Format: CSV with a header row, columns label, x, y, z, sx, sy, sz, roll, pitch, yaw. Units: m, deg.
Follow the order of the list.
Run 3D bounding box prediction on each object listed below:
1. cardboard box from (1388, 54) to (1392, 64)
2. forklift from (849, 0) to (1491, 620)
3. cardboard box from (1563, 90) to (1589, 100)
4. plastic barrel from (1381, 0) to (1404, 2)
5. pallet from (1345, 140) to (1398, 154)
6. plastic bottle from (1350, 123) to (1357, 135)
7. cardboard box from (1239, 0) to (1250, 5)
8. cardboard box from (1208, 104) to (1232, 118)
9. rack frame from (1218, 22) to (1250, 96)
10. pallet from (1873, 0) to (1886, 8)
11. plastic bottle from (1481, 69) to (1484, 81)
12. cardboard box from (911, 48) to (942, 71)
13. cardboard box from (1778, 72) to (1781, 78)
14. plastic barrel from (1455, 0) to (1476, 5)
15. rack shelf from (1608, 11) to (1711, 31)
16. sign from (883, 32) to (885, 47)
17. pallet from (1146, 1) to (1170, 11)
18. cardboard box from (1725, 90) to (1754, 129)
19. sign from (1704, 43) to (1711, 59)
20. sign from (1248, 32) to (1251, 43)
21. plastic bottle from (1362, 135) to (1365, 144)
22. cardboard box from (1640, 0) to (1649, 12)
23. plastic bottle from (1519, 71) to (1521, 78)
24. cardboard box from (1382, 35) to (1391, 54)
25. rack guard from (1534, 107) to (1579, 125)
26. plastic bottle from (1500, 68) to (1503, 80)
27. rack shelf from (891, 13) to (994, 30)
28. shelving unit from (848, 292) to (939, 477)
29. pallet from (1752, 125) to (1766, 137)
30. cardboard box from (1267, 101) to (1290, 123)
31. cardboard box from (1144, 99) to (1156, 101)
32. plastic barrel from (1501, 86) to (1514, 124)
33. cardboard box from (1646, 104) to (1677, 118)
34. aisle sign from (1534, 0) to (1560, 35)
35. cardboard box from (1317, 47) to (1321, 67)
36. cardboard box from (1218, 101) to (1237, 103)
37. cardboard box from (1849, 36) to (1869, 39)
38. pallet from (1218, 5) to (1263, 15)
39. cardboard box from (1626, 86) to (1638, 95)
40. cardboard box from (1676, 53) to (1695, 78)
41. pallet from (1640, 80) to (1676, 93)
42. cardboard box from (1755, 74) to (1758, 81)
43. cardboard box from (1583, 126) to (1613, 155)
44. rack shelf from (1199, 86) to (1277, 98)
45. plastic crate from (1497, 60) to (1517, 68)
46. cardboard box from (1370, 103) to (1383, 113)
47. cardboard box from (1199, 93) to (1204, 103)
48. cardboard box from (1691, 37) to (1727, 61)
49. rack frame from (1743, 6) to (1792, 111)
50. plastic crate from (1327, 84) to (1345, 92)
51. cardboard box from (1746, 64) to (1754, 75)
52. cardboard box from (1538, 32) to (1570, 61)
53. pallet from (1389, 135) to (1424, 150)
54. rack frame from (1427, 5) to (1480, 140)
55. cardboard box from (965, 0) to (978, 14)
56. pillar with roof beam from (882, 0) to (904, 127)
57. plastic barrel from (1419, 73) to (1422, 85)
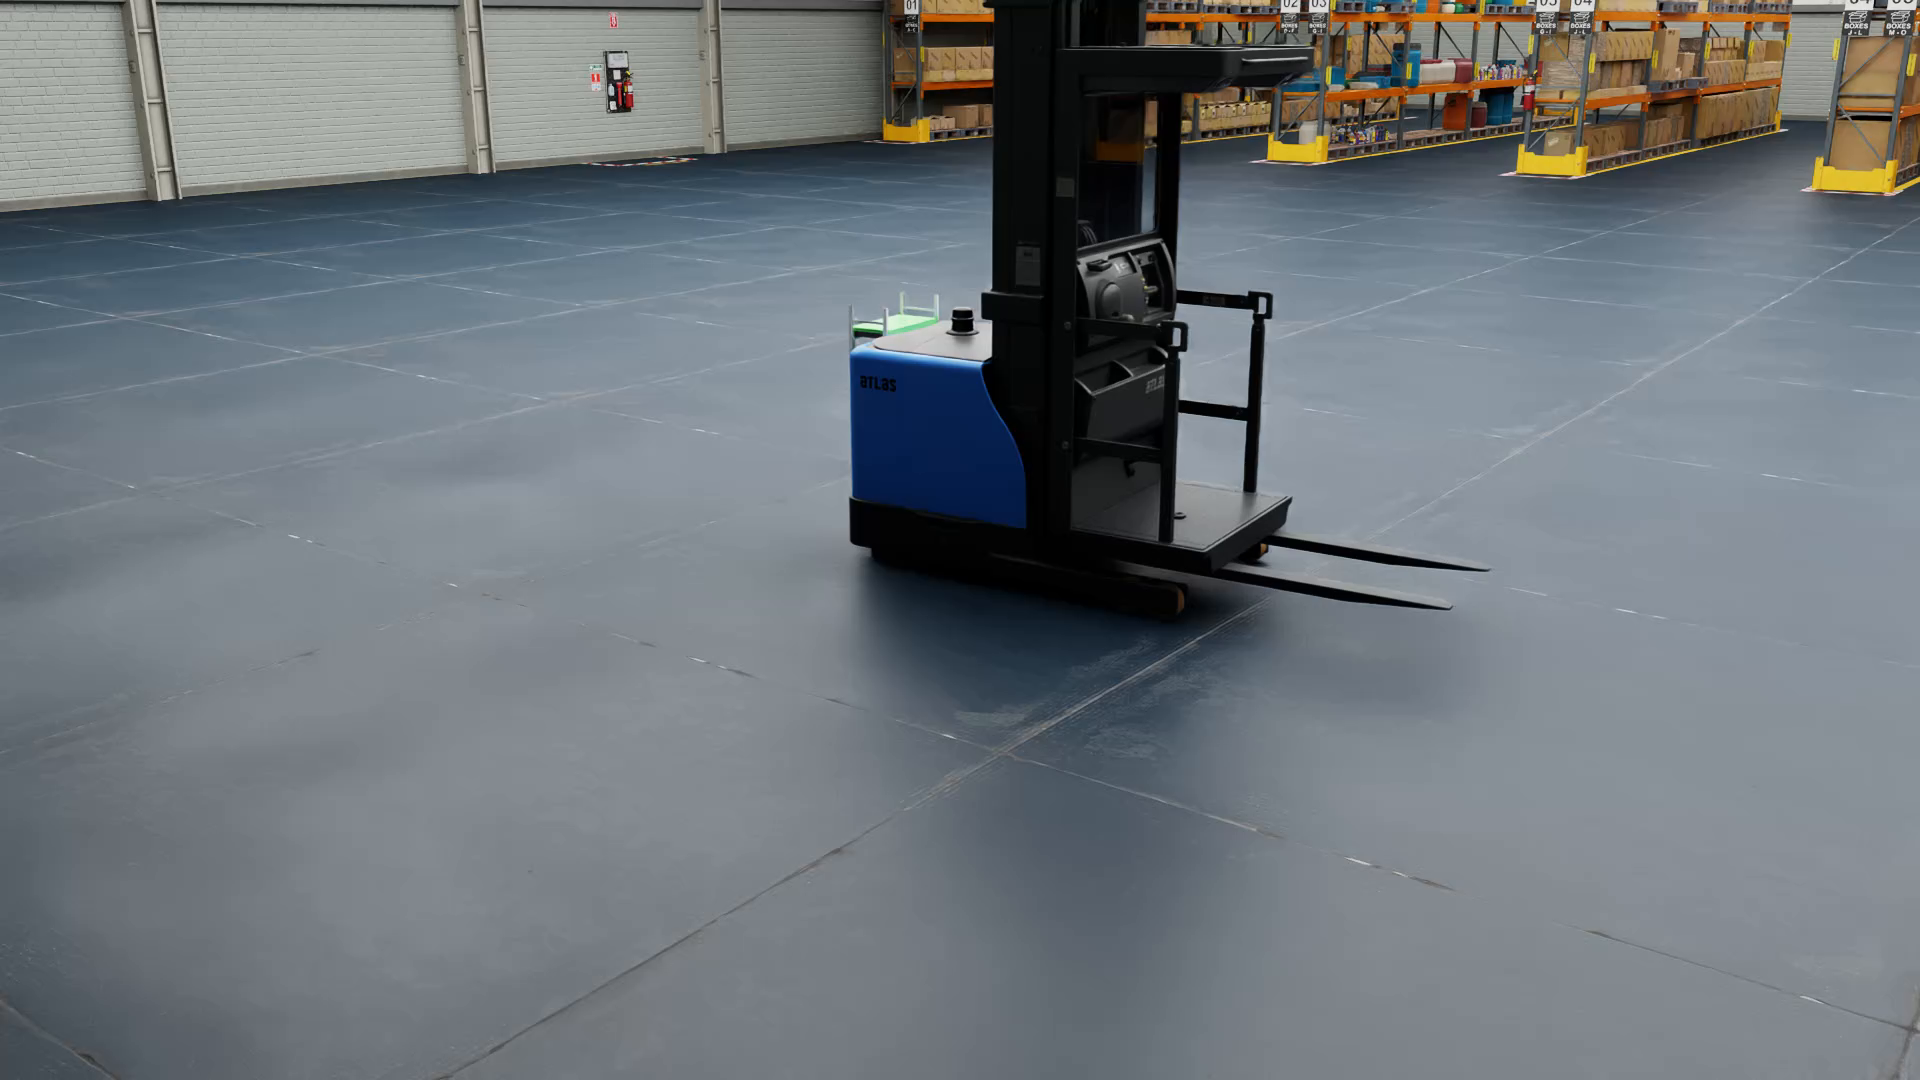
label,x,y,z,sx,sy,sz,roll,pitch,yaw
cardboard box,11.868,-13.377,46.593,0.500,0.500,0.500,13,21,35
forklift,0.963,-1.215,7.713,3.031,2.935,1.130,10,20,30
cardboard box,11.005,-7.952,29.715,0.380,0.149,0.250,12,21,35
plastic barrel,9.178,-11.705,35.476,0.600,0.901,0.708,12,21,35
pallet,8.615,-8.390,35.404,1.003,0.211,1.213,12,21,35
plastic bottle,8.350,-8.674,35.344,0.144,0.351,0.185,12,21,35
cardboard box,6.583,-12.884,39.661,0.500,0.250,0.500,12,21,34
cardboard box,6.129,-10.201,39.519,0.500,0.311,0.500,12,21,33
rack frame,8.242,-14.483,50.323,1.000,3.000,0.127,12,21,35
pallet,15.727,-9.006,27.778,1.003,0.211,1.213,12,21,35
plastic bottle,12.225,-10.923,39.071,0.152,0.276,0.135,12,21,35
cardboard box,-0.765,-11.028,38.154,0.500,0.500,0.500,12,21,35
cardboard box,20.229,-11.594,41.444,0.380,0.149,0.250,13,21,36
plastic barrel,11.773,-12.799,38.412,0.600,0.830,0.708,12,21,35
rack shelf,14.218,-10.564,33.859,1.077,0.370,4.000,12,21,35
sign,-1.725,-11.478,38.164,0.100,0.325,0.005,12,21,35
pallet,3.858,-11.643,36.271,1.003,0.211,1.213,12,21,35
cardboard box,18.251,-10.233,39.512,0.875,0.875,0.875,12,21,35
sign,15.851,-10.373,35.269,0.100,0.325,0.005,12,21,35
sign,8.670,-15.049,49.796,0.100,0.325,0.005,12,21,35
plastic bottle,8.319,-8.301,34.392,0.097,0.201,0.097,0,17,0
cardboard box,12.645,-10.082,31.348,0.500,0.250,0.500,13,22,36
plastic bottle,13.793,-11.501,41.056,0.097,0.201,0.097,0,17,0
cardboard box,11.573,-13.734,46.057,0.500,0.500,0.500,13,22,36
rack guard,16.203,-11.546,45.082,1.175,0.500,0.348,12,21,35
plastic bottle,13.003,-11.215,39.997,0.061,0.283,0.133,12,21,35
rack shelf,-0.099,-12.237,39.247,1.077,0.370,4.000,12,21,35
shelving unit,-0.348,-0.697,8.965,0.258,1.200,0.503,10,20,30
pallet,19.036,-10.031,40.691,1.003,0.211,1.213,12,21,35
cardboard box,7.957,-10.777,41.863,0.500,0.500,0.500,14,22,37
cardboard box,4.370,-9.610,37.295,0.500,0.500,0.500,12,21,35
plastic barrel,13.478,-10.851,41.459,0.600,0.901,0.708,12,21,35
cardboard box,14.727,-9.033,34.982,0.500,0.250,0.500,16,23,41
aisle sign,10.365,-9.326,29.333,0.394,0.787,0.004,12,21,35
cardboard box,9.019,-12.655,43.562,0.500,0.500,0.700,-16,23,-42
cardboard box,6.602,-10.658,40.991,0.500,0.311,0.500,12,21,33
cardboard box,15.072,-7.962,27.250,0.875,0.550,0.550,12,21,35
pallet,6.460,-12.601,39.523,1.003,0.211,1.213,14,22,37
cardboard box,12.721,-8.589,31.769,0.380,0.149,0.250,12,21,35
cardboard box,14.868,-9.913,34.732,0.500,0.500,0.700,-16,24,-42
pallet,13.599,-9.063,33.195,1.003,0.211,1.213,12,21,35
cardboard box,18.705,-10.984,39.480,0.380,0.149,0.250,12,21,33
cardboard box,12.114,-7.618,31.723,0.500,0.500,0.500,10,20,30
rack shelf,6.265,-10.883,39.944,1.077,0.370,4.000,12,21,35
plastic crate,13.820,-11.972,42.163,0.392,0.384,0.575,12,21,35
cardboard box,11.507,-12.111,46.580,0.500,0.250,0.500,12,21,35
cardboard box,6.689,-12.816,48.462,0.700,0.500,0.500,12,21,34
cardboard box,16.643,-10.965,37.135,0.797,0.503,0.637,13,22,36
rack frame,20.177,-11.857,41.867,1.000,3.000,0.127,12,21,35
plastic crate,7.457,-8.951,32.956,0.298,0.136,0.250,12,21,35
cardboard box,18.284,-11.040,38.988,0.500,0.250,0.500,12,21,34
cardboard box,10.772,-8.888,29.950,0.500,0.500,0.500,12,21,35
pallet,9.486,-8.736,36.519,1.003,0.211,1.213,12,21,35
rack frame,11.432,-10.827,38.549,1.000,3.000,0.127,12,21,35
cardboard box,0.066,-12.574,38.918,0.500,0.500,0.500,14,22,38
pillar with roof beam,1.889,-13.096,35.741,9.100,9.000,0.400,12,21,35
plastic barrel,9.961,-10.096,36.430,0.301,0.262,0.301,0,17,0
